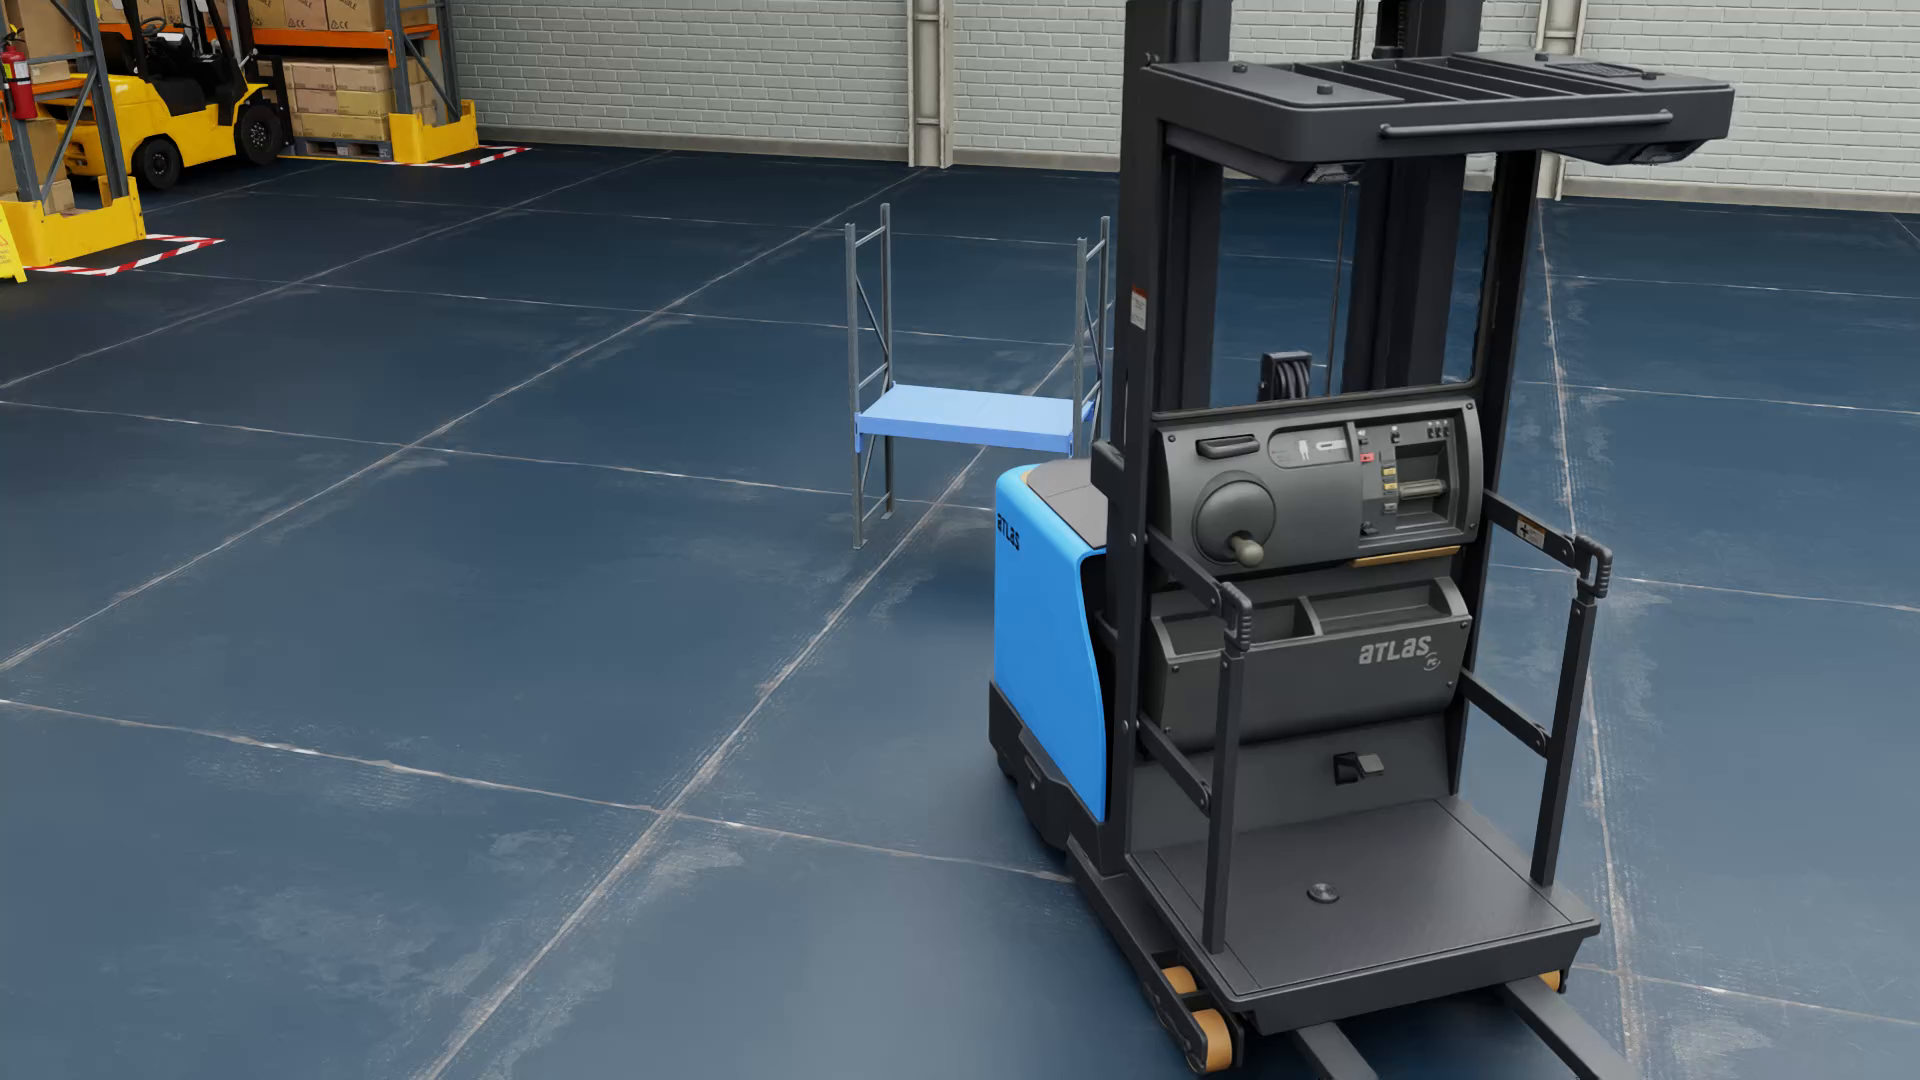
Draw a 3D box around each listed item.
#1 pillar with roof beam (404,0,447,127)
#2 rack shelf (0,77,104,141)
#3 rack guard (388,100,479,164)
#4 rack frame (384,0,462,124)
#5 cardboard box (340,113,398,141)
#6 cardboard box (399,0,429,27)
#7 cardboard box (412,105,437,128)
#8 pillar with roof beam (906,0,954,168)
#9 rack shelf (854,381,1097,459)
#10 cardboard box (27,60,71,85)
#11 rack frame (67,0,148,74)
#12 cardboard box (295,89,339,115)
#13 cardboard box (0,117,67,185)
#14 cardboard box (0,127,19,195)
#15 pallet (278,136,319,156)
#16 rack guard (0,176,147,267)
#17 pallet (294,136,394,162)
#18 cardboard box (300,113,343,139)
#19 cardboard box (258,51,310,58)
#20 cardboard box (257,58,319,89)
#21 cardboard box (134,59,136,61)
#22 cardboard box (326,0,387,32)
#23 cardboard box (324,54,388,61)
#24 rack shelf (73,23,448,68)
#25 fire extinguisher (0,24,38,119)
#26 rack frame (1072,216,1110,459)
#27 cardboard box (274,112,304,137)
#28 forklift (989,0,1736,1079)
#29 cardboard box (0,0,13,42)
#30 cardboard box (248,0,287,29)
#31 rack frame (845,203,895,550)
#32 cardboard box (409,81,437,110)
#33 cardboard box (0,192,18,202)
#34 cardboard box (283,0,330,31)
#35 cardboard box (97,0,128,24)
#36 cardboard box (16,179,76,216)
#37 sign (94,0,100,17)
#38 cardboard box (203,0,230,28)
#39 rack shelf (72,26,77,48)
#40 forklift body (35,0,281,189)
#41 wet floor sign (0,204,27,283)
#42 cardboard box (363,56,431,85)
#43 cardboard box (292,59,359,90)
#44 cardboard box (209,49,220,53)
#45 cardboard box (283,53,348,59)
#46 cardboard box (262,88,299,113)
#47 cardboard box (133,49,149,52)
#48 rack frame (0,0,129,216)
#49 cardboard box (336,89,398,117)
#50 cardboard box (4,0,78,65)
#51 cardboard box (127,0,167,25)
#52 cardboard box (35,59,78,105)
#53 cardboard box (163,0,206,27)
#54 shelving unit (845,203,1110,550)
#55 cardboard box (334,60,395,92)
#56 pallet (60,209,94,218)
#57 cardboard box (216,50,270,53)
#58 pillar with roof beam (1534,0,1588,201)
[{"bbox_3d":[-7.288,-7.150,13.344,0.400,9.000,9.100,7,23,16],"label":"pillar with roof beam"},{"bbox_3d":[-8.983,-3.617,13.584,4.000,0.370,1.077,7,23,16],"label":"rack shelf"},{"bbox_3d":[-5.615,-4.376,17.779,0.348,0.500,1.175,7,23,16],"label":"rack guard"},{"bbox_3d":[-5.638,-5.535,17.311,0.127,3.000,1.000,7,23,16],"label":"rack frame"},{"bbox_3d":[-6.179,-4.394,17.599,0.500,0.250,0.500,7,23,16],"label":"cardboard box"},{"bbox_3d":[-6.032,-5.736,17.670,0.500,0.500,0.500,7,23,17],"label":"cardboard box"},{"bbox_3d":[-6.051,-4.582,18.057,0.500,0.250,0.500,7,23,16],"label":"cardboard box"},{"bbox_3d":[-1.543,-6.492,11.740,0.400,9.000,9.100,7,23,16],"label":"pillar with roof beam"},{"bbox_3d":[0.082,-0.518,7.531,1.000,0.185,0.538,7,23,16],"label":"rack shelf"},{"bbox_3d":[-7.333,-3.727,13.235,0.250,0.149,0.380,7,23,16],"label":"cardboard box"},{"bbox_3d":[-9.467,-5.973,18.380,0.127,3.000,1.000,7,23,16],"label":"rack frame"},{"bbox_3d":[-6.671,-4.687,17.655,0.500,0.250,0.500,6,23,15],"label":"cardboard box"},{"bbox_3d":[-7.783,-3.191,13.679,0.500,0.500,0.500,6,23,14],"label":"cardboard box"},{"bbox_3d":[-7.910,-2.993,13.196,0.500,0.500,0.500,7,23,16],"label":"cardboard box"},{"bbox_3d":[-7.546,-4.448,18.335,1.213,0.211,1.003,7,23,15],"label":"pallet"},{"bbox_3d":[-7.141,-2.583,13.408,0.348,0.500,1.175,7,23,16],"label":"rack guard"},{"bbox_3d":[-6.382,-4.313,18.007,1.213,0.211,1.003,7,23,16],"label":"pallet"},{"bbox_3d":[-6.652,-4.452,17.740,0.500,0.250,0.500,7,23,15],"label":"cardboard box"},{"bbox_3d":[-7.487,-5.212,18.276,0.500,0.250,0.500,6,23,14],"label":"cardboard box"},{"bbox_3d":[-7.145,-4.962,17.667,0.500,0.250,0.500,7,23,16],"label":"cardboard box"},{"bbox_3d":[-8.608,-5.131,18.079,0.500,0.250,0.500,7,23,16],"label":"cardboard box"},{"bbox_3d":[-6.185,-5.540,17.191,0.500,0.500,0.500,6,23,14],"label":"cardboard box"},{"bbox_3d":[-6.523,-5.095,17.990,0.500,0.250,0.500,7,23,16],"label":"cardboard box"},{"bbox_3d":[-7.552,-5.421,17.982,4.000,0.370,1.077,7,23,16],"label":"rack shelf"},{"bbox_3d":[-7.092,-3.515,12.489,0.183,0.674,0.296,7,23,16],"label":"fire extinguisher"},{"bbox_3d":[0.568,-0.629,7.327,0.032,1.500,0.500,7,23,16],"label":"rack frame"},{"bbox_3d":[-7.129,-4.510,17.882,0.500,0.250,0.500,7,23,16],"label":"cardboard box"},{"bbox_3d":[1.037,-0.128,4.221,1.130,2.935,3.031,-7,23,-16],"label":"forklift"},{"bbox_3d":[-7.667,-3.874,12.739,0.500,0.500,0.500,6,23,15],"label":"cardboard box"},{"bbox_3d":[-7.169,-5.656,17.474,0.500,0.500,0.500,6,23,14],"label":"cardboard box"},{"bbox_3d":[-0.405,-0.740,7.598,0.032,1.500,0.500,7,23,16],"label":"rack frame"},{"bbox_3d":[-6.028,-4.815,17.968,0.500,0.250,0.500,7,23,16],"label":"cardboard box"},{"bbox_3d":[-7.943,-2.647,13.339,0.500,0.250,0.500,6,23,15],"label":"cardboard box"},{"bbox_3d":[-6.679,-5.600,17.338,0.500,0.500,0.500,7,23,17],"label":"cardboard box"},{"bbox_3d":[-9.118,-5.876,18.011,0.500,0.500,0.500,6,23,14],"label":"cardboard box"},{"bbox_3d":[-7.760,-2.842,13.816,0.500,0.250,0.500,6,23,15],"label":"cardboard box"},{"bbox_3d":[-6.911,-4.329,13.230,0.005,0.325,0.100,7,23,16],"label":"sign"},{"bbox_3d":[-7.654,-5.707,17.599,0.500,0.500,0.500,7,23,16],"label":"cardboard box"},{"bbox_3d":[-11.382,-5.860,19.051,4.000,0.370,1.077,7,23,16],"label":"rack shelf"},{"bbox_3d":[-7.980,-4.687,16.363,1.214,2.155,2.313,7,23,16],"label":"forklift body"},{"bbox_3d":[-7.195,-2.232,12.361,0.232,0.644,0.267,16,27,34],"label":"wet floor sign"},{"bbox_3d":[-6.043,-5.041,17.859,0.500,0.250,0.500,6,23,15],"label":"cardboard box"},{"bbox_3d":[-6.659,-4.911,17.541,0.500,0.250,0.500,7,23,16],"label":"cardboard box"},{"bbox_3d":[-8.451,-5.324,18.550,0.500,0.250,0.500,6,23,15],"label":"cardboard box"},{"bbox_3d":[-6.998,-5.153,18.133,0.500,0.250,0.500,6,23,15],"label":"cardboard box"},{"bbox_3d":[-7.171,-4.736,17.774,0.500,0.250,0.500,6,23,14],"label":"cardboard box"},{"bbox_3d":[-8.940,-5.374,18.672,0.500,0.250,0.500,7,23,17],"label":"cardboard box"},{"bbox_3d":[-7.068,-3.731,12.913,0.127,3.000,1.000,7,23,16],"label":"rack frame"},{"bbox_3d":[-6.194,-4.628,17.511,0.500,0.250,0.500,6,23,15],"label":"cardboard box"},{"bbox_3d":[-7.441,-4.068,13.210,0.500,0.500,0.500,6,23,15],"label":"cardboard box"},{"bbox_3d":[-8.614,-5.825,17.886,0.500,0.500,0.500,7,23,16],"label":"cardboard box"},{"bbox_3d":[-9.970,-5.122,18.880,0.625,0.625,0.875,8,24,18],"label":"cardboard box"},{"bbox_3d":[-8.129,-5.770,17.752,0.500,0.500,0.500,6,23,15],"label":"cardboard box"},{"bbox_3d":[0.082,-0.685,7.463,1.048,1.500,0.538,7,23,16],"label":"shelving unit"},{"bbox_3d":[-6.169,-4.857,17.410,0.500,0.250,0.500,7,23,17],"label":"cardboard box"},{"bbox_3d":[-7.908,-2.551,13.711,1.213,0.211,1.003,7,23,16],"label":"pallet"},{"bbox_3d":[-7.970,-5.264,18.403,0.500,0.250,0.500,7,23,16],"label":"cardboard box"},{"bbox_3d":[4.201,-5.835,10.137,0.400,9.000,9.100,7,23,16],"label":"pillar with roof beam"}]
